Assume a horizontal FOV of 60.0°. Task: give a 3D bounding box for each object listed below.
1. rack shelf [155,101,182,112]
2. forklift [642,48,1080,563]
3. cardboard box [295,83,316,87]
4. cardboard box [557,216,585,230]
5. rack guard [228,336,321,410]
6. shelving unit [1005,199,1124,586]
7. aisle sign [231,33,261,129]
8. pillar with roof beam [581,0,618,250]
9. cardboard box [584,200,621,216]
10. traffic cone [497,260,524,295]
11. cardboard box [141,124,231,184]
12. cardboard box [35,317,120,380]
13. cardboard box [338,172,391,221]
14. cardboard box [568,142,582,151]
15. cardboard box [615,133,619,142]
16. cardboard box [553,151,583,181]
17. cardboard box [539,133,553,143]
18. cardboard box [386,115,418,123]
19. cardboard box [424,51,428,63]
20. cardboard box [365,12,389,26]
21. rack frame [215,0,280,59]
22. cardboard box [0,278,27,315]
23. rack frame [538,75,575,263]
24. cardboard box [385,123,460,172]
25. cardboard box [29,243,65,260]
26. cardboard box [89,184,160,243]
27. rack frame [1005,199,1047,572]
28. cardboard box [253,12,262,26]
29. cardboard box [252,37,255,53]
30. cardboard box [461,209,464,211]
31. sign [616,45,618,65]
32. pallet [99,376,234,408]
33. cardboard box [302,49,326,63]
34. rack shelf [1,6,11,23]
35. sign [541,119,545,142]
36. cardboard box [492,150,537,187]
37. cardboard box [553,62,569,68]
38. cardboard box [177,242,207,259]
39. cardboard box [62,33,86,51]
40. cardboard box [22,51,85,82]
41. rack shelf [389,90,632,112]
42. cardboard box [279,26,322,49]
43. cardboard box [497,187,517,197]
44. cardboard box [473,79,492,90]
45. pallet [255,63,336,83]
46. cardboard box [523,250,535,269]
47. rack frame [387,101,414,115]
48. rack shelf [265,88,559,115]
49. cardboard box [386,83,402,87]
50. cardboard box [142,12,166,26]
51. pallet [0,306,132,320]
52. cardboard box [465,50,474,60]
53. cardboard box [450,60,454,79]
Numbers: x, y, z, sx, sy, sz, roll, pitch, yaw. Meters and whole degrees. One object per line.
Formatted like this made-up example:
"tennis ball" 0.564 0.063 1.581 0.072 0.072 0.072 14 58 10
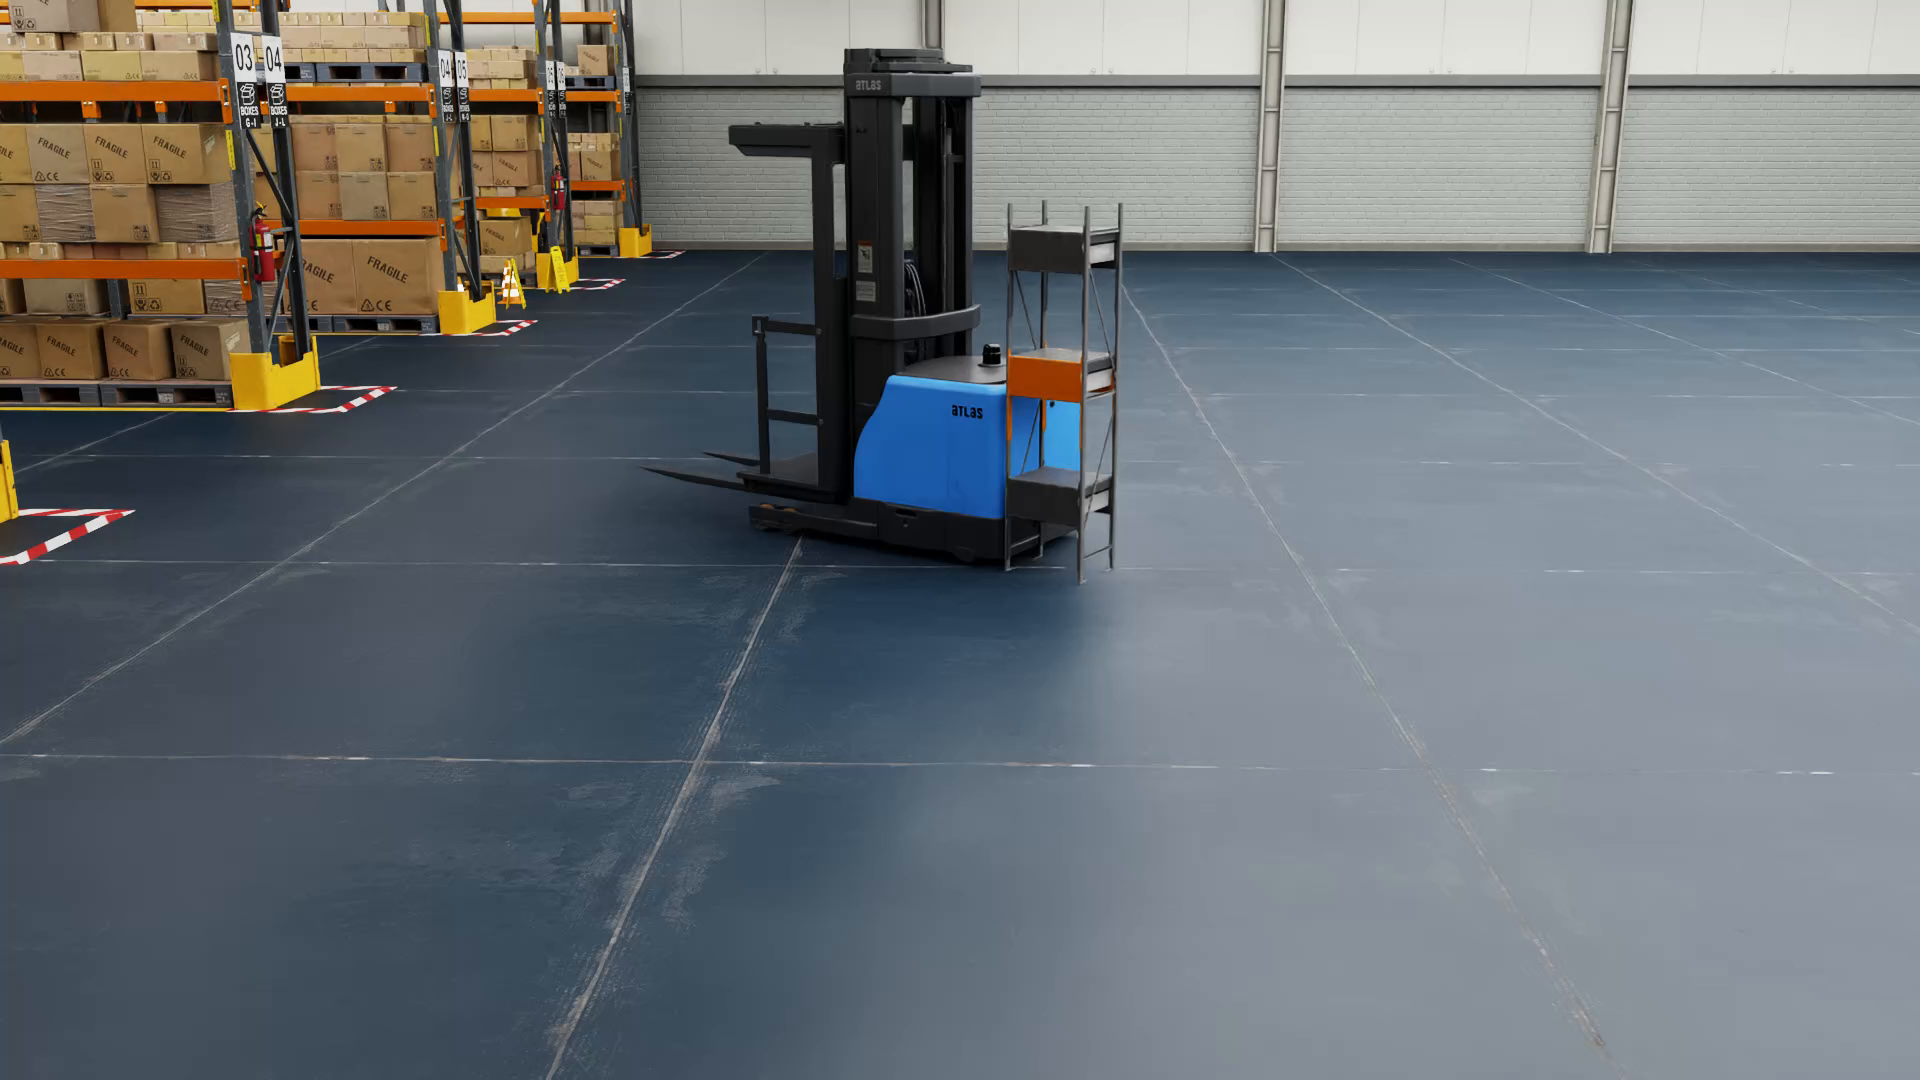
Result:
"rack shelf" -15.790 -7.707 29.202 4.000 0.370 1.077 0 15 1
"forklift" -0.734 -1.553 10.479 3.031 2.935 1.130 10 18 33
"cardboard box" -9.349 -6.547 23.888 0.250 0.149 0.380 0 15 1
"cardboard box" -6.789 -5.584 29.212 0.500 0.250 0.500 0 15 1
"rack guard" -6.245 -1.538 15.190 0.348 0.500 1.175 0 15 1
"shelving unit" 0.580 -0.836 9.392 0.503 2.100 0.431 10 18 33
"aisle sign" -6.115 -3.926 14.246 0.004 0.787 0.394 0 15 1
"pillar with roof beam" -6.576 -8.577 25.208 0.400 9.000 9.100 0 15 1
"cardboard box" -6.261 -5.820 29.126 0.500 0.250 0.500 1 15 3
"traffic cone" -6.379 -3.721 23.535 0.334 0.463 0.336 0 15 1
"cardboard box" -6.725 -3.362 14.466 0.500 0.500 0.500 0 15 1
"cardboard box" -8.017 -1.753 15.181 0.500 0.500 0.500 2 15 7
"cardboard box" -6.864 -4.072 19.600 0.550 0.550 0.875 0 15 1
"cardboard box" -6.661 -6.844 28.931 0.250 0.149 0.380 1 15 2
"cardboard box" -6.123 -7.102 29.327 0.250 0.149 0.380 0 15 0
"cardboard box" -6.810 -6.530 29.013 0.500 0.500 0.500 1 15 3
"cardboard box" -7.176 -6.976 28.851 0.250 0.149 0.380 1 15 3
"cardboard box" -7.946 -5.918 24.151 0.500 0.500 0.700 0 15 1
"cardboard box" -6.276 -5.675 19.562 0.250 0.149 0.380 0 15 2
"cardboard box" -6.536 -5.894 18.830 0.250 0.149 0.380 0 15 2
"rack frame" -6.169 -5.647 14.104 0.127 3.000 1.000 0 15 1
"cardboard box" -11.527 -3.140 19.949 0.750 0.750 1.050 0 15 1
"rack frame" -5.916 -5.273 24.448 0.127 3.000 1.000 0 15 1
"cardboard box" -6.311 -4.617 19.551 0.550 0.550 0.875 0 15 1
"cardboard box" -7.962 -2.557 14.644 0.250 0.149 0.380 0 15 1
"cardboard box" -7.221 -2.922 14.755 0.500 0.500 0.875 0 15 1
"rack frame" 0.378 -0.871 9.524 0.015 2.100 0.400 10 18 33
"cardboard box" -7.812 -5.902 18.860 0.250 0.149 0.380 0 15 2
"cardboard box" -6.439 -4.378 14.685 0.250 0.149 0.380 0 15 1
"cardboard box" -7.343 -4.750 24.288 0.250 0.149 0.380 1 15 2
"sign" -5.821 -8.241 28.236 0.005 0.325 0.100 0 15 1
"pallet" -7.056 -1.413 15.281 1.213 0.211 1.003 0 15 1
"cardboard box" -7.300 -5.513 18.950 0.250 0.149 0.380 0 15 1
"rack shelf" -15.913 -7.698 24.072 4.000 0.370 1.077 0 15 1
"sign" -5.950 -5.845 23.724 0.005 0.325 0.100 0 15 1
"cardboard box" -6.466 -5.399 24.144 0.500 0.500 0.500 0 15 0
"cardboard box" -6.883 -8.106 28.547 0.258 0.266 0.396 0 15 2
"cardboard box" -6.709 -2.576 14.715 0.250 0.149 0.380 0 15 1
"cardboard box" -7.484 -4.273 14.290 0.250 0.149 0.380 1 15 2
"cardboard box" -7.669 -4.070 14.302 0.500 0.250 0.500 1 15 3
"rack shelf" -7.792 -7.655 29.005 4.000 0.370 1.077 0 15 1
"cardboard box" -7.440 -5.722 18.961 0.500 0.250 0.500 0 15 1
"cardboard box" -6.551 -5.073 24.182 0.250 0.149 0.380 0 15 1
"cardboard box" -6.794 -6.537 23.850 0.250 0.149 0.380 1 15 3
"pallet" -7.906 -5.427 19.325 1.213 0.211 1.003 0 15 1
"cardboard box" -6.715 -4.223 25.032 0.500 0.250 0.500 0 15 1
"rack frame" -9.792 -6.565 29.345 0.127 3.000 1.000 0 15 1
"rack shelf" -7.915 -6.389 24.207 4.000 0.370 1.077 0 15 1
"cardboard box" -8.065 -6.554 23.912 0.250 0.149 0.380 0 15 2
"cardboard box" -9.077 -5.910 18.892 0.250 0.149 0.380 0 15 1
"pallet" -10.713 -2.674 20.062 1.213 0.211 1.003 0 15 1
"cardboard box" -7.026 -6.938 23.807 0.250 0.149 0.380 0 15 2
"cardboard box" -7.456 -6.736 23.821 0.500 0.250 0.500 1 15 3
